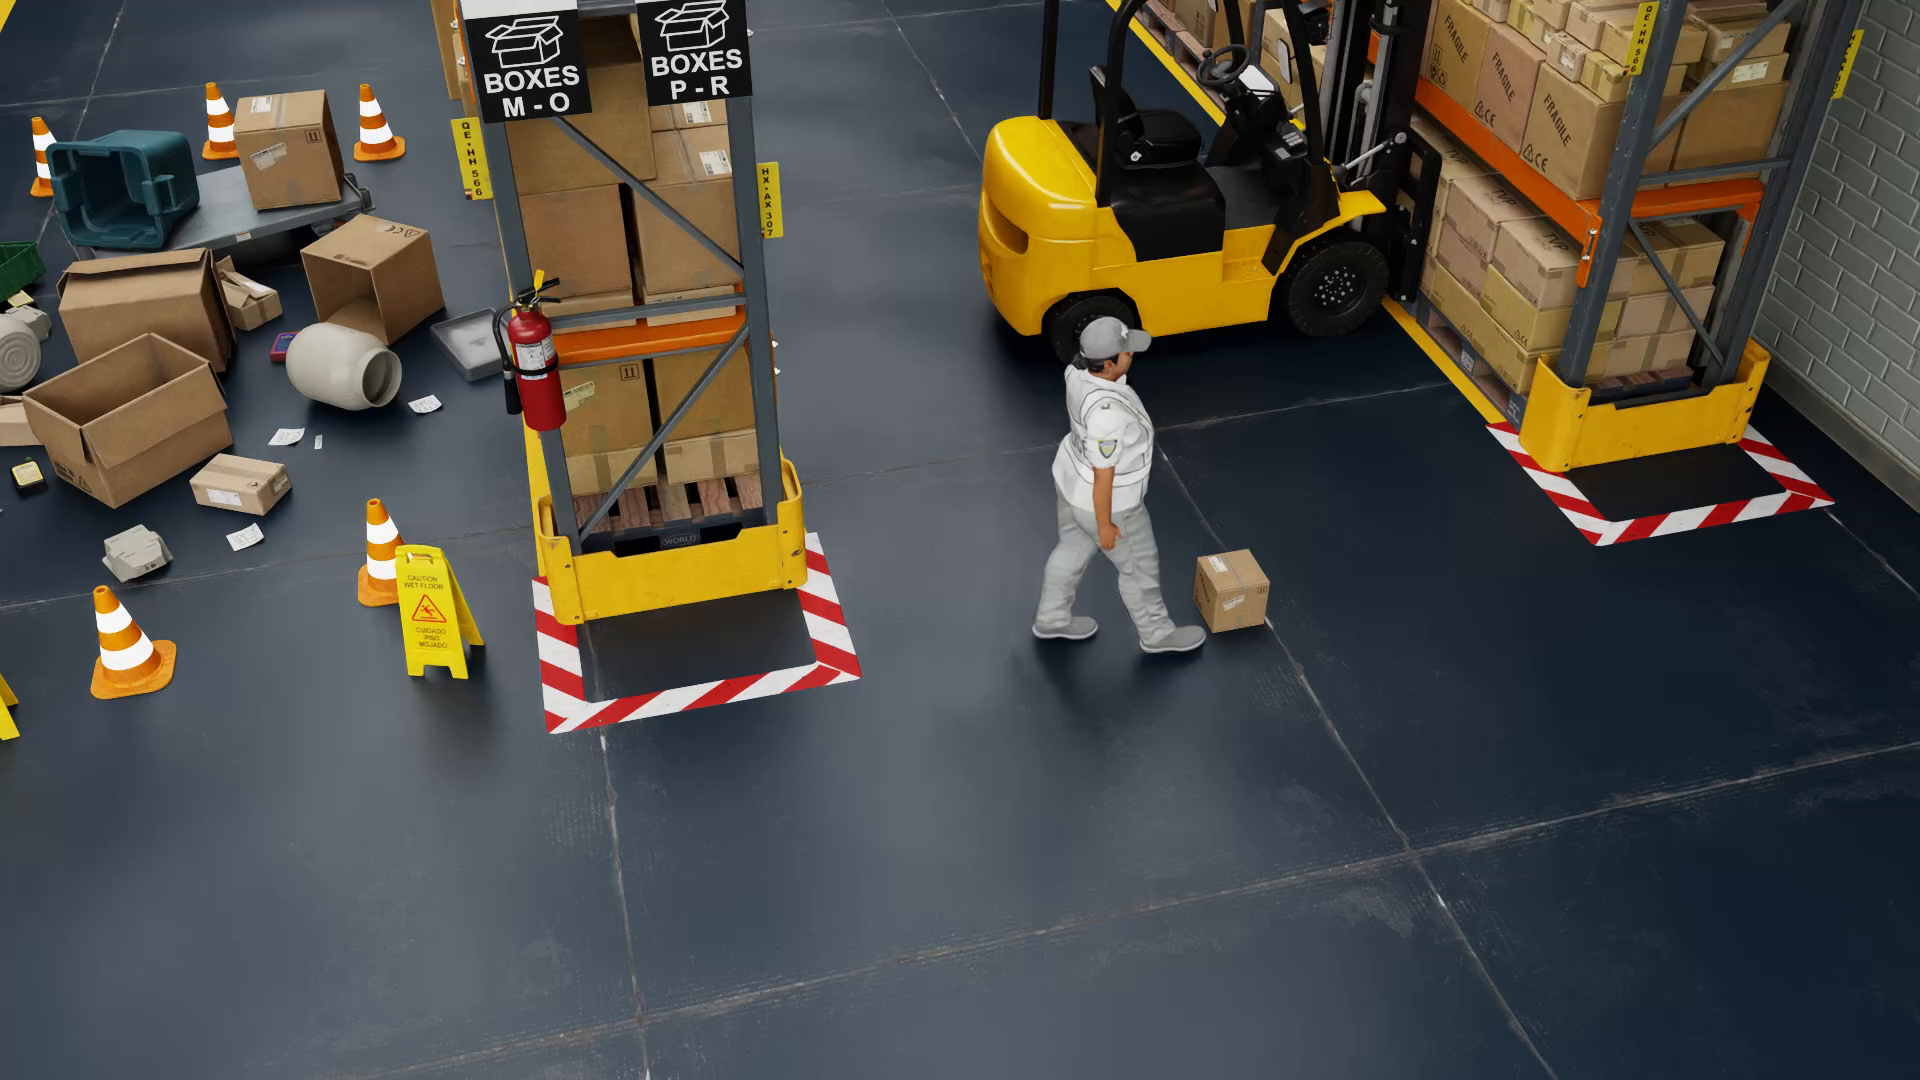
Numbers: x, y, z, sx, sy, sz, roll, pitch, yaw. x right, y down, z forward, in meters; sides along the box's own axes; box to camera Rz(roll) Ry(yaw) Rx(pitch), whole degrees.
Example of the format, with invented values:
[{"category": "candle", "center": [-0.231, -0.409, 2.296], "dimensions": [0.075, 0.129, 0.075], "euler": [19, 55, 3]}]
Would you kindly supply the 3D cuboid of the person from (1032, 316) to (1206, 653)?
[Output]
[{"category": "person", "center": [0.697, -0.227, 6.983], "dimensions": [0.735, 1.656, 0.490], "euler": [-10, 39, -12]}]
